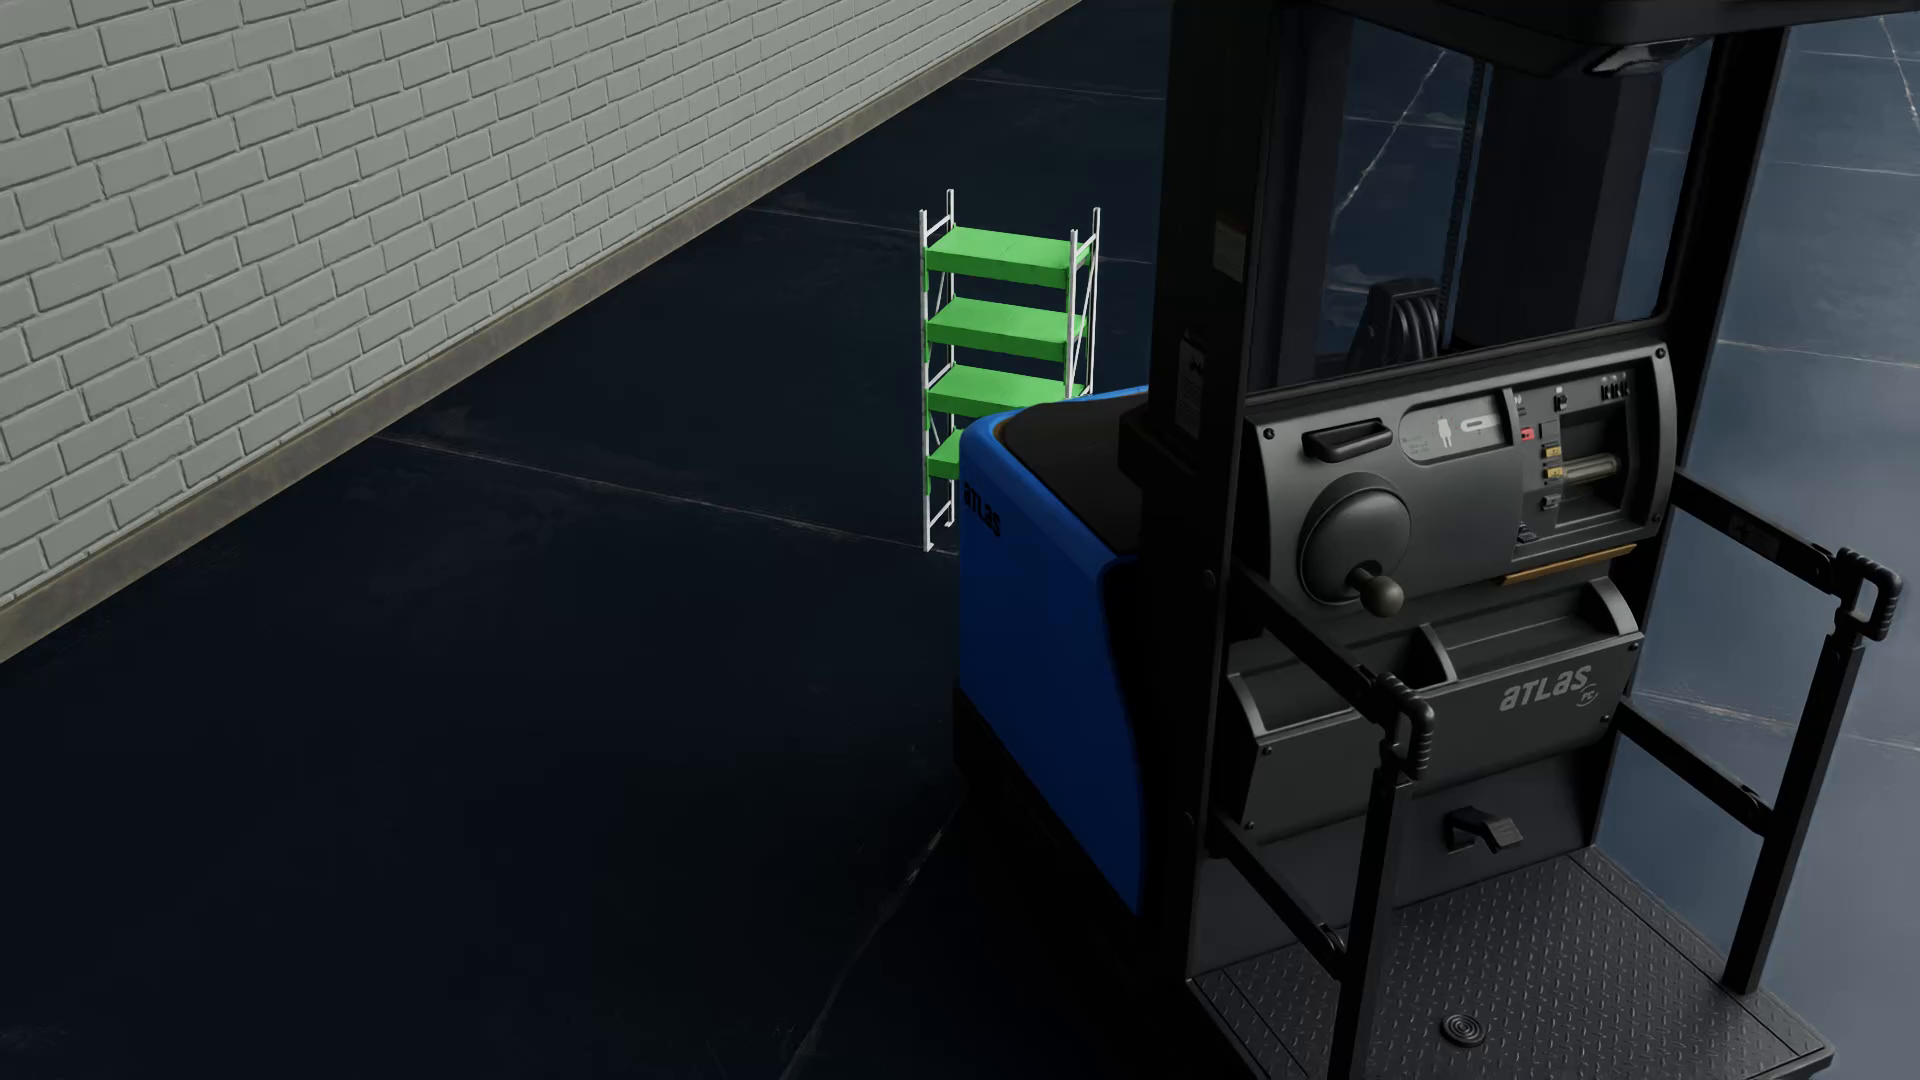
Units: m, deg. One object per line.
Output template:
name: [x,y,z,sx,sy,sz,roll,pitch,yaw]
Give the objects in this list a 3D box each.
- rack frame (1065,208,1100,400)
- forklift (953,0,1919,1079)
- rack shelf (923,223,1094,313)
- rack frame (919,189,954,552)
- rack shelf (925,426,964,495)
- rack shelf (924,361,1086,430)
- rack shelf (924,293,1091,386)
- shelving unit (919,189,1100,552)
rack frame: [0.379,-0.447,5.321,0.015,1.200,0.240,11,31,19]
forklift: [1.036,-0.073,2.900,1.130,2.935,3.031,-12,32,-20]
rack shelf: [0.153,-0.854,5.196,0.480,0.148,0.258,11,31,19]
rack frame: [-0.073,-0.537,5.480,0.015,1.200,0.240,11,31,19]
rack shelf: [0.153,-0.227,5.550,0.480,0.148,0.258,11,31,19]
rack shelf: [0.153,-0.436,5.432,0.480,0.148,0.258,11,31,19]
rack shelf: [0.153,-0.645,5.314,0.480,0.148,0.258,11,31,19]
shelving unit: [0.153,-0.492,5.401,0.503,1.200,0.258,11,31,19]
